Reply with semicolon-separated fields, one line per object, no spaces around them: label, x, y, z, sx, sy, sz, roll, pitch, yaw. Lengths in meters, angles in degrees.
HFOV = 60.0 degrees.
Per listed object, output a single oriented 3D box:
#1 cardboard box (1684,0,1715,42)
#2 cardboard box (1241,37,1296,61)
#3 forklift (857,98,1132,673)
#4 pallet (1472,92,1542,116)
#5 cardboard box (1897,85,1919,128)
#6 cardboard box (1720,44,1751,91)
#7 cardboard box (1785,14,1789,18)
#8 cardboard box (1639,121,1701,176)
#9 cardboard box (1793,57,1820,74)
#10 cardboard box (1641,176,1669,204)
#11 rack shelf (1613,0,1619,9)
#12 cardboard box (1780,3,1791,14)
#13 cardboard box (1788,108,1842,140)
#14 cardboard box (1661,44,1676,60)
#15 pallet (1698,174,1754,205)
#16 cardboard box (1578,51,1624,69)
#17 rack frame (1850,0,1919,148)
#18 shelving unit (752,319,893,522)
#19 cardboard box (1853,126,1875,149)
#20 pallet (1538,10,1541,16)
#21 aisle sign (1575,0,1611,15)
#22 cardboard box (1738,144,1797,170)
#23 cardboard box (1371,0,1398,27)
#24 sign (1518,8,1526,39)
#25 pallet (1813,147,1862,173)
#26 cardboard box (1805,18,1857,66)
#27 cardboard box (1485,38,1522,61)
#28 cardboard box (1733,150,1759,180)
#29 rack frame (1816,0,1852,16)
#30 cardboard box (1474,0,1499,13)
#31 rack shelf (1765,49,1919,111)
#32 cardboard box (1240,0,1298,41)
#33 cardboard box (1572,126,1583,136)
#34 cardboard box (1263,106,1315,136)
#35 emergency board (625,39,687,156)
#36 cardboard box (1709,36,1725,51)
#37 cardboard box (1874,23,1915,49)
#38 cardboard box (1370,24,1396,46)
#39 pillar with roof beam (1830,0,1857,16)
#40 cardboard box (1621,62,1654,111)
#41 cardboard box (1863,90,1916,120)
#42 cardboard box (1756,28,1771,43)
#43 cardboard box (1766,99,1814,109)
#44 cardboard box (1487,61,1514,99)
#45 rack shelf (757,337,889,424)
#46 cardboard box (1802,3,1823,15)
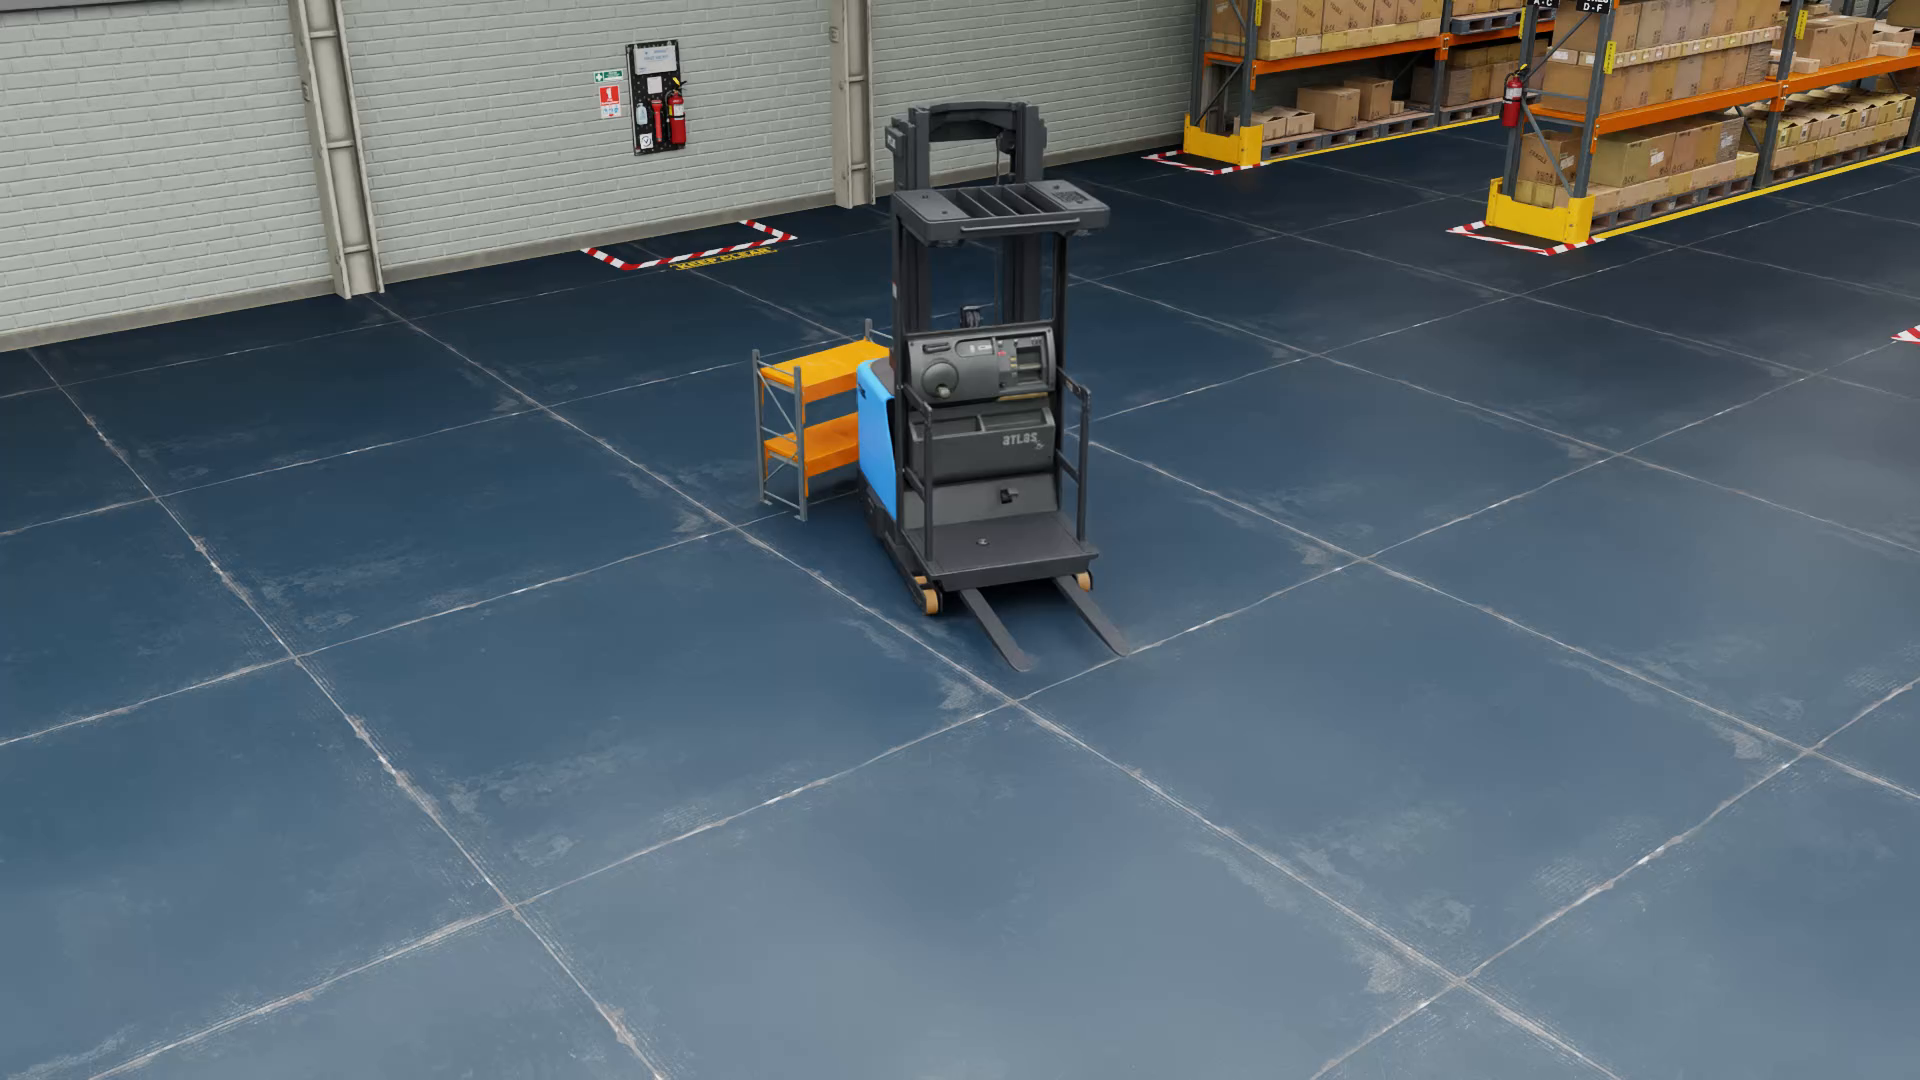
cardboard box;8.123;-6.004;18.964;0.500;0.500;0.700;-18;31;-34
cardboard box;4.026;-6.442;21.723;0.500;0.250;0.500;-19;31;-35
forklift;0.203;-1.051;10.033;1.130;2.935;3.031;-7;26;-16
pallet;8.166;-6.775;25.598;1.213;0.211;1.003;-18;31;-34
cardboard box;13.336;-6.007;23.077;0.500;0.500;0.500;-17;30;-32
cardboard box;8.897;-5.668;19.780;0.500;0.500;0.700;-19;31;-35
cardboard box;14.759;-9.217;30.017;0.500;0.500;0.700;-19;31;-36
cardboard box;8.247;-4.578;19.427;0.500;0.500;0.500;-18;31;-34
cardboard box;10.477;-5.927;20.757;0.250;0.149;0.380;-18;31;-34
cardboard box;7.850;-4.110;19.309;0.500;0.250;0.500;-18;31;-34
rack shelf;8.080;-6.394;18.755;4.000;0.370;1.077;-18;31;-34
cardboard box;14.927;-9.674;30.231;0.250;0.149;0.380;-18;30;-34
cardboard box;10.936;-5.365;21.347;0.500;0.311;0.500;-19;31;-36
cardboard box;7.759;-5.479;18.603;0.250;0.149;0.380;-19;31;-36
pallet;9.002;-4.421;20.526;1.213;0.211;1.003;-18;31;-34
cardboard box;6.947;-5.210;18.024;0.250;0.149;0.380;-19;31;-34
rack frame;12.801;-6.918;22.593;0.127;3.000;1.000;-18;31;-34
shelving unit;-0.872;-0.865;11.779;1.048;1.125;0.538;-22;33;-39
cardboard box;11.737;-5.379;22.044;0.500;0.250;0.500;-17;30;-33
pallet;9.246;-8.251;25.692;1.003;0.211;1.213;-18;31;-34
aisle sign;6.643;-5.900;17.313;0.004;0.787;0.394;-18;31;-34
cardboard box;10.124;-4.845;20.893;0.500;0.250;0.500;-19;31;-35
cardboard box;5.620;-7.316;22.714;0.500;0.500;0.500;-19;31;-35
sign;6.182;-5.656;18.217;0.005;0.325;0.100;-18;31;-34
pallet;11.170;-5.137;22.068;1.213;0.211;1.003;-18;31;-34
cardboard box;11.077;-6.385;21.326;0.500;0.500;0.500;-18;30;-34
cardboard box;8.318;-7.497;25.397;0.500;0.250;0.500;-18;31;-34
cardboard box;9.423;-4.629;20.429;0.500;0.250;0.500;-18;31;-34
rack frame;16.037;-10.636;30.605;0.127;3.000;1.000;-18;31;-34
cardboard box;7.460;-8.028;24.342;0.500;0.500;0.700;-15;29;-29
rack shelf;11.227;-6.072;21.625;4.000;0.370;1.077;-18;31;-34
cardboard box;4.007;-6.786;21.571;0.500;0.500;0.500;-18;31;-34
cardboard box;7.522;-4.626;19.531;0.500;0.500;0.500;-18;31;-34
cardboard box;4.495;-5.758;22.765;0.500;0.311;0.500;-15;29;-30
emergency board;-3.226;-4.760;17.944;0.643;1.169;0.194;-18;31;-34
cardboard box;8.572;-5.748;19.182;0.250;0.149;0.380;-17;30;-33
cardboard box;12.488;-6.798;22.439;0.500;0.311;0.500;-16;29;-31
cardboard box;5.625;-6.974;22.868;0.500;0.250;0.500;-18;31;-34
pillar with roof beam;20.284;-12.919;28.397;0.400;9.000;9.100;-18;31;-34
cardboard box;7.291;-5.140;18.644;0.500;0.500;0.700;-17;30;-33
cardboard box;12.541;-5.898;22.496;0.500;0.311;0.500;-17;30;-33
cardboard box;9.376;-6.013;19.754;0.250;0.149;0.380;-19;31;-35
cardboard box;10.993;-5.672;22.010;0.500;0.311;0.500;-19;31;-35
cardboard box;7.965;-7.051;25.327;0.500;0.500;0.700;-18;30;-33
rack shelf;-0.872;-1.131;11.655;1.000;0.278;0.538;-22;33;-39
cardboard box;15.358;-9.612;30.097;0.250;0.149;0.380;-17;30;-33
